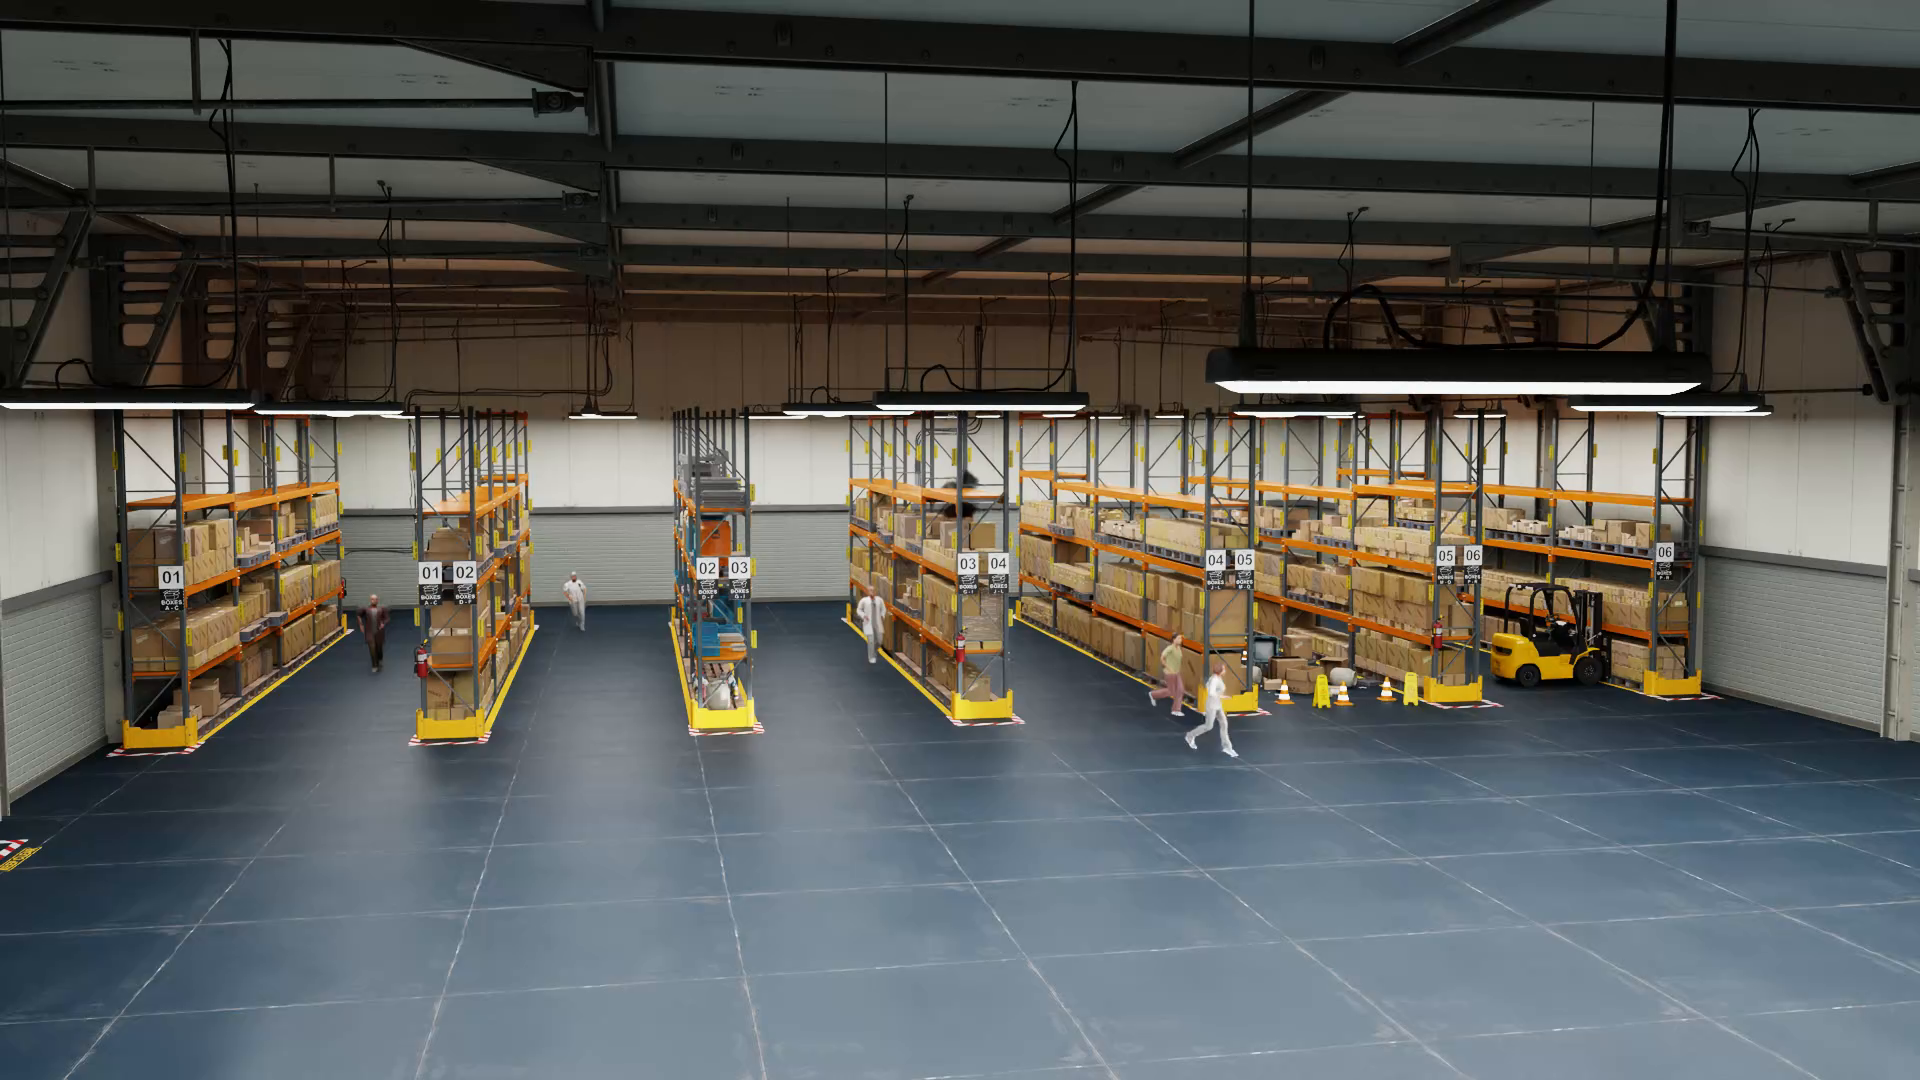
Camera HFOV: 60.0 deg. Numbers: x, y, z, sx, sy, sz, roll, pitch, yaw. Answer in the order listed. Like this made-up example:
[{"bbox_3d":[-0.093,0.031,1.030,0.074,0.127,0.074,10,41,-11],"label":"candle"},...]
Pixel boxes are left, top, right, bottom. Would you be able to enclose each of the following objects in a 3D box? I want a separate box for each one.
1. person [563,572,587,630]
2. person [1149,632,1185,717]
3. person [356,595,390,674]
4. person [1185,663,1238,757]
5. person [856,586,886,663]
[{"bbox_3d":[-10.561,1.677,45.701,0.625,1.609,0.587,-2,4,-25],"label":"person"},{"bbox_3d":[4.102,2.605,32.537,0.831,1.630,0.591,3,5,37],"label":"person"},{"bbox_3d":[-13.443,2.134,38.140,0.735,1.758,0.922,-2,4,-21],"label":"person"},{"bbox_3d":[4.327,2.903,28.547,0.931,1.587,0.563,2,4,21],"label":"person"},{"bbox_3d":[-1.964,1.916,37.470,0.705,1.755,0.618,-1,4,-18],"label":"person"}]
